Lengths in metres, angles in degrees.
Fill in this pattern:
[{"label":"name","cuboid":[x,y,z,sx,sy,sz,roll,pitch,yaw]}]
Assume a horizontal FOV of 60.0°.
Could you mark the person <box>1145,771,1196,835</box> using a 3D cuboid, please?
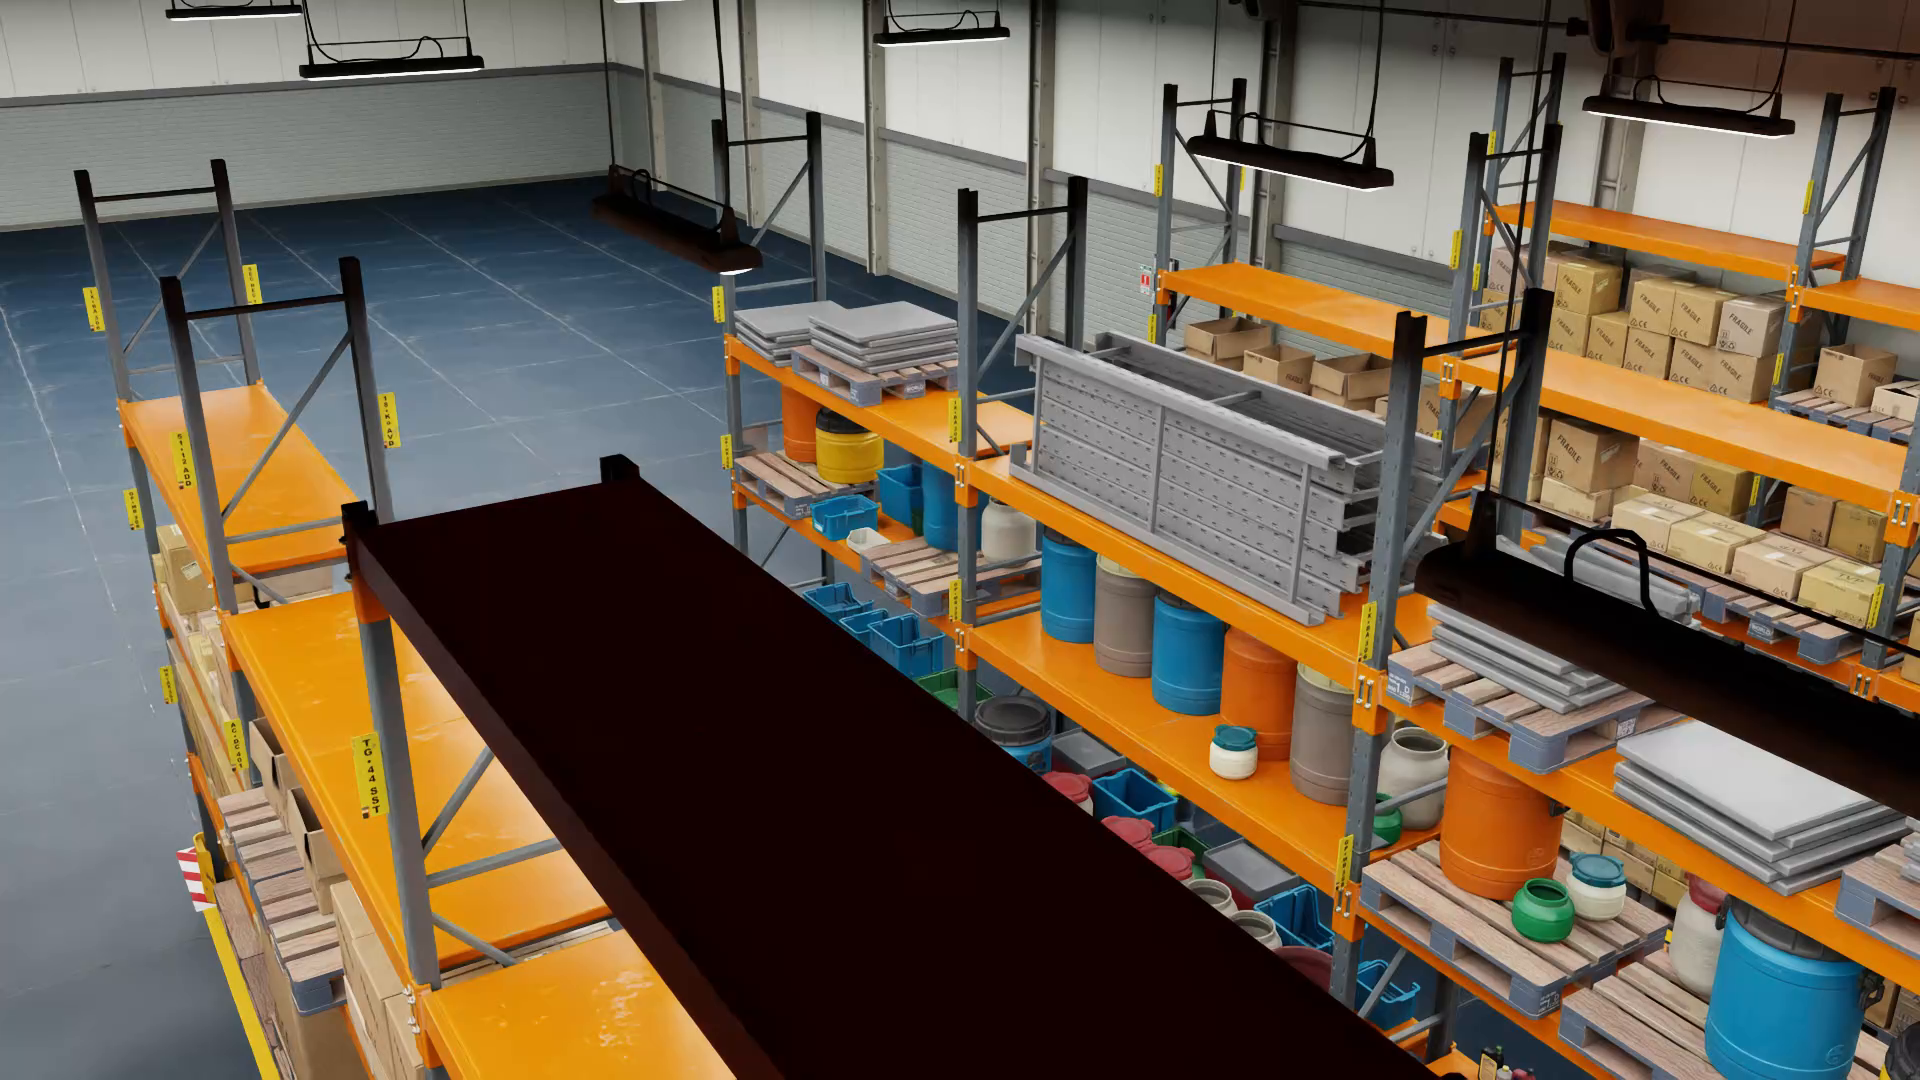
[{"label":"person","cuboid":[1.794,1.908,13.824,0.626,1.549,0.937,-2,22,-5]}]
